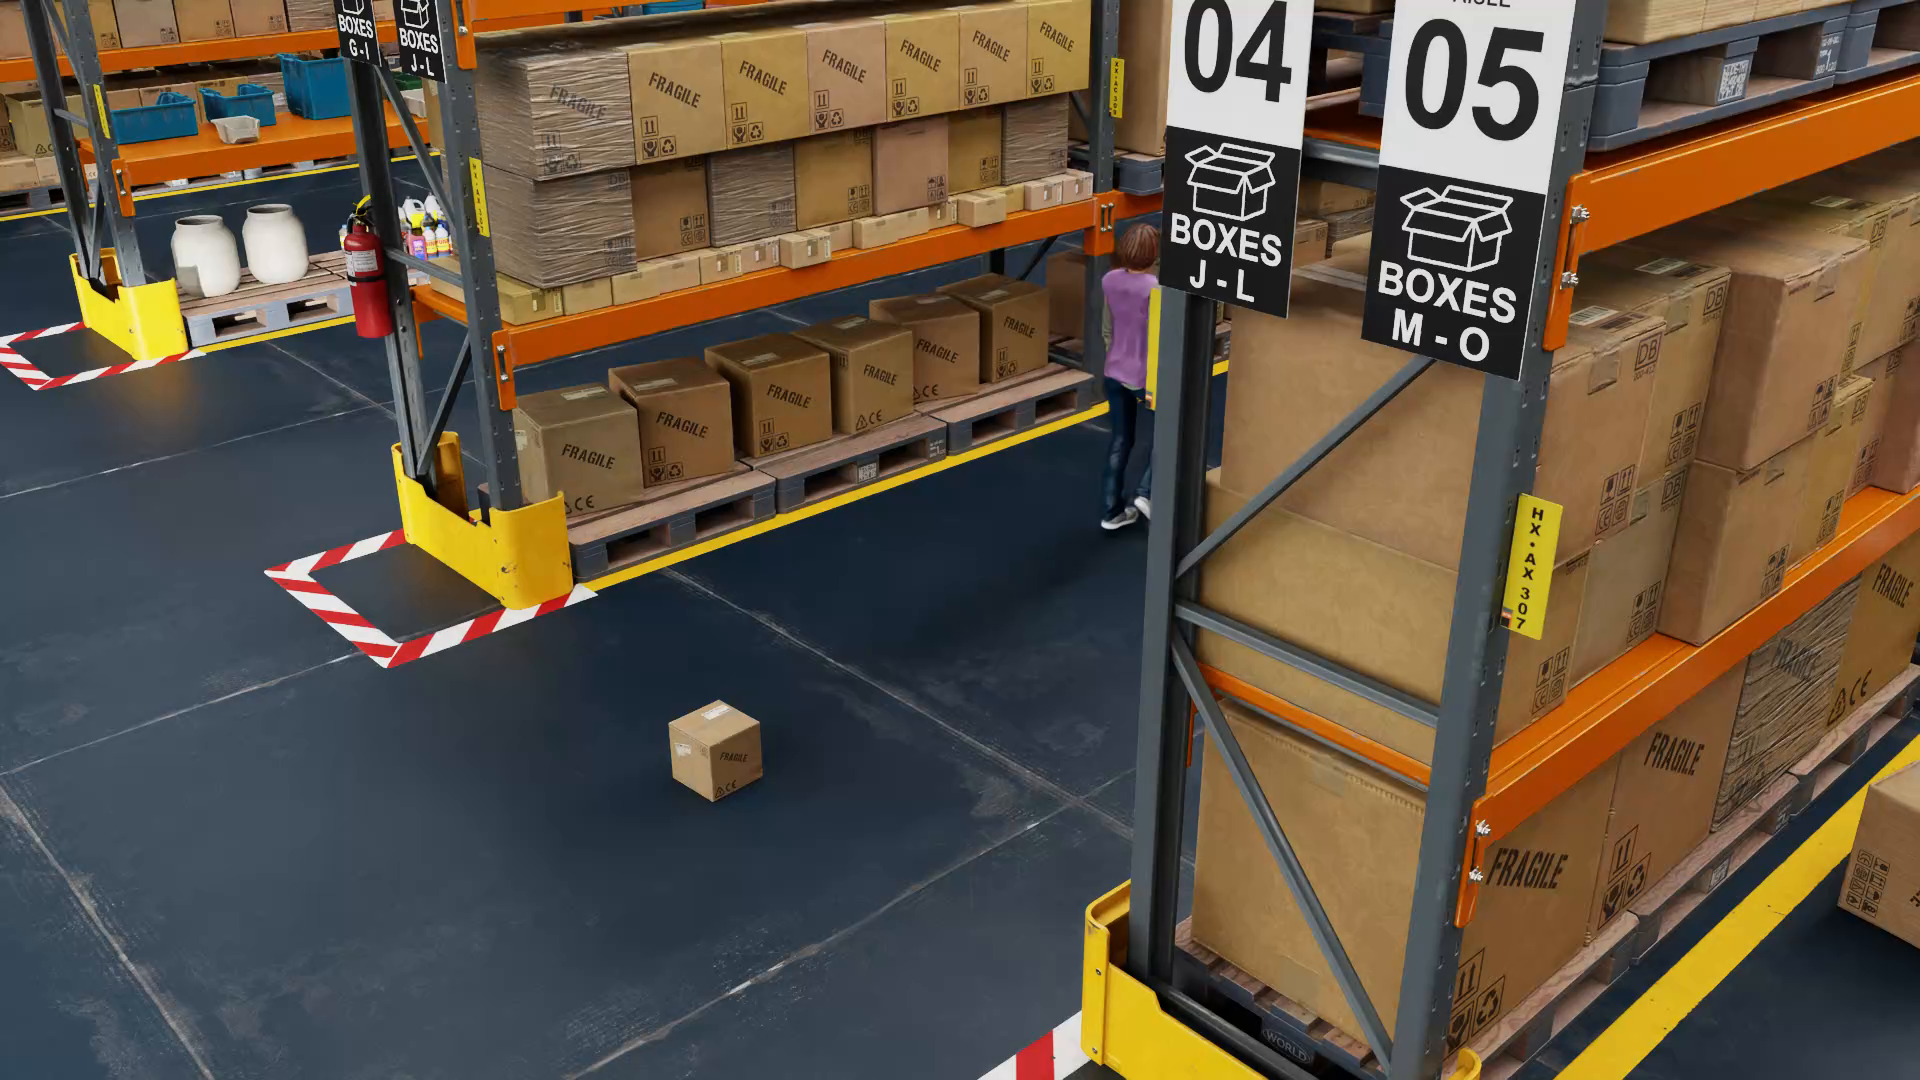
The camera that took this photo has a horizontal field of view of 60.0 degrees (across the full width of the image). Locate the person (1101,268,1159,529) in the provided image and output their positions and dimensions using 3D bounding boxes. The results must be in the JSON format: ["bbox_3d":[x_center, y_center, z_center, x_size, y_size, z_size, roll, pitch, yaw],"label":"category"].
[{"bbox_3d":[0.878,-0.687,8.366,0.350,1.390,0.345,19,31,35],"label":"person"}]
